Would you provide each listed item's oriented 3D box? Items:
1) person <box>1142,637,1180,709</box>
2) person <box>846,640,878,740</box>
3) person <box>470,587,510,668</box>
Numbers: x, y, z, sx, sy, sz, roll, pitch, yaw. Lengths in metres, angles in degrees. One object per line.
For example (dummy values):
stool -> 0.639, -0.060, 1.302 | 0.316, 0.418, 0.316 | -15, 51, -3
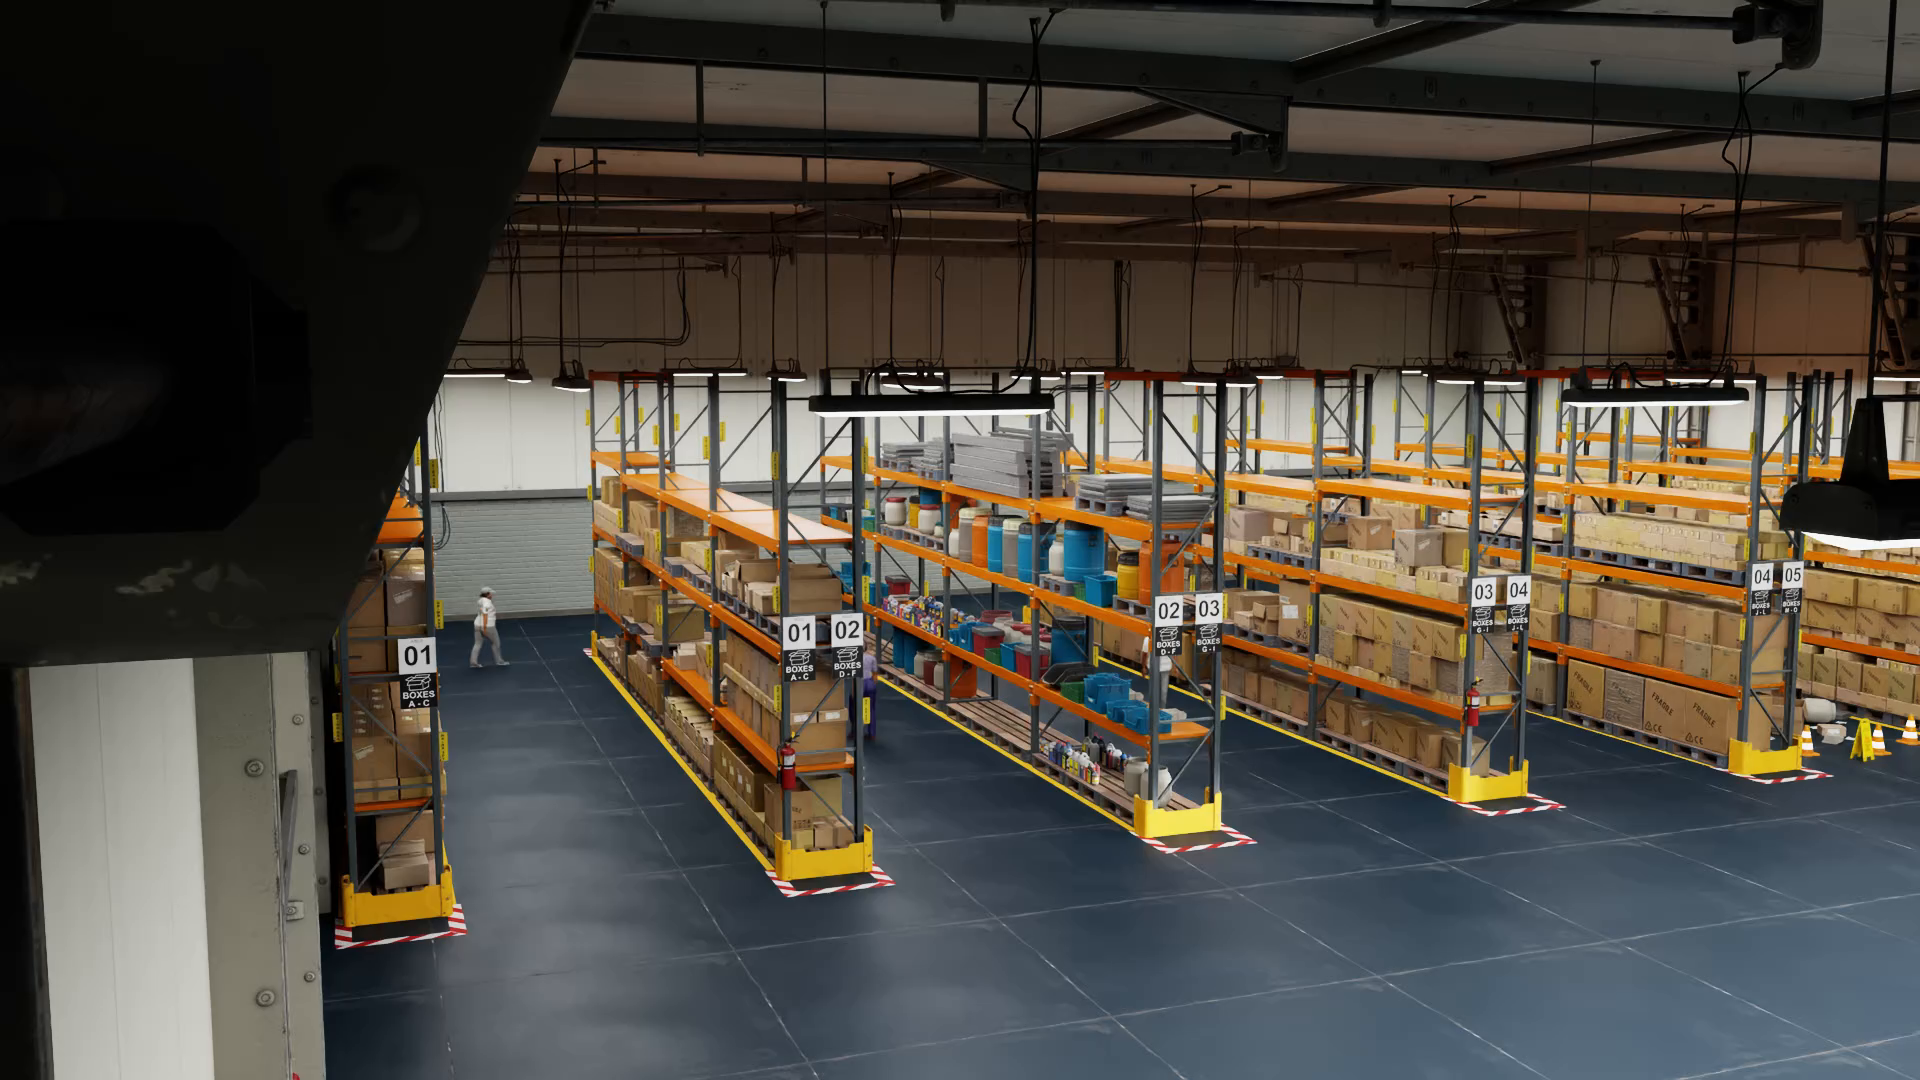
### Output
person -> 3.462, 2.276, 28.706 | 0.633, 1.837, 0.519 | 0, 6, 1
person -> -1.582, 2.502, 27.388 | 0.518, 1.666, 0.626 | -4, 7, -29
person -> -9.573, 1.755, 33.644 | 0.490, 1.620, 0.869 | 4, 8, 35
